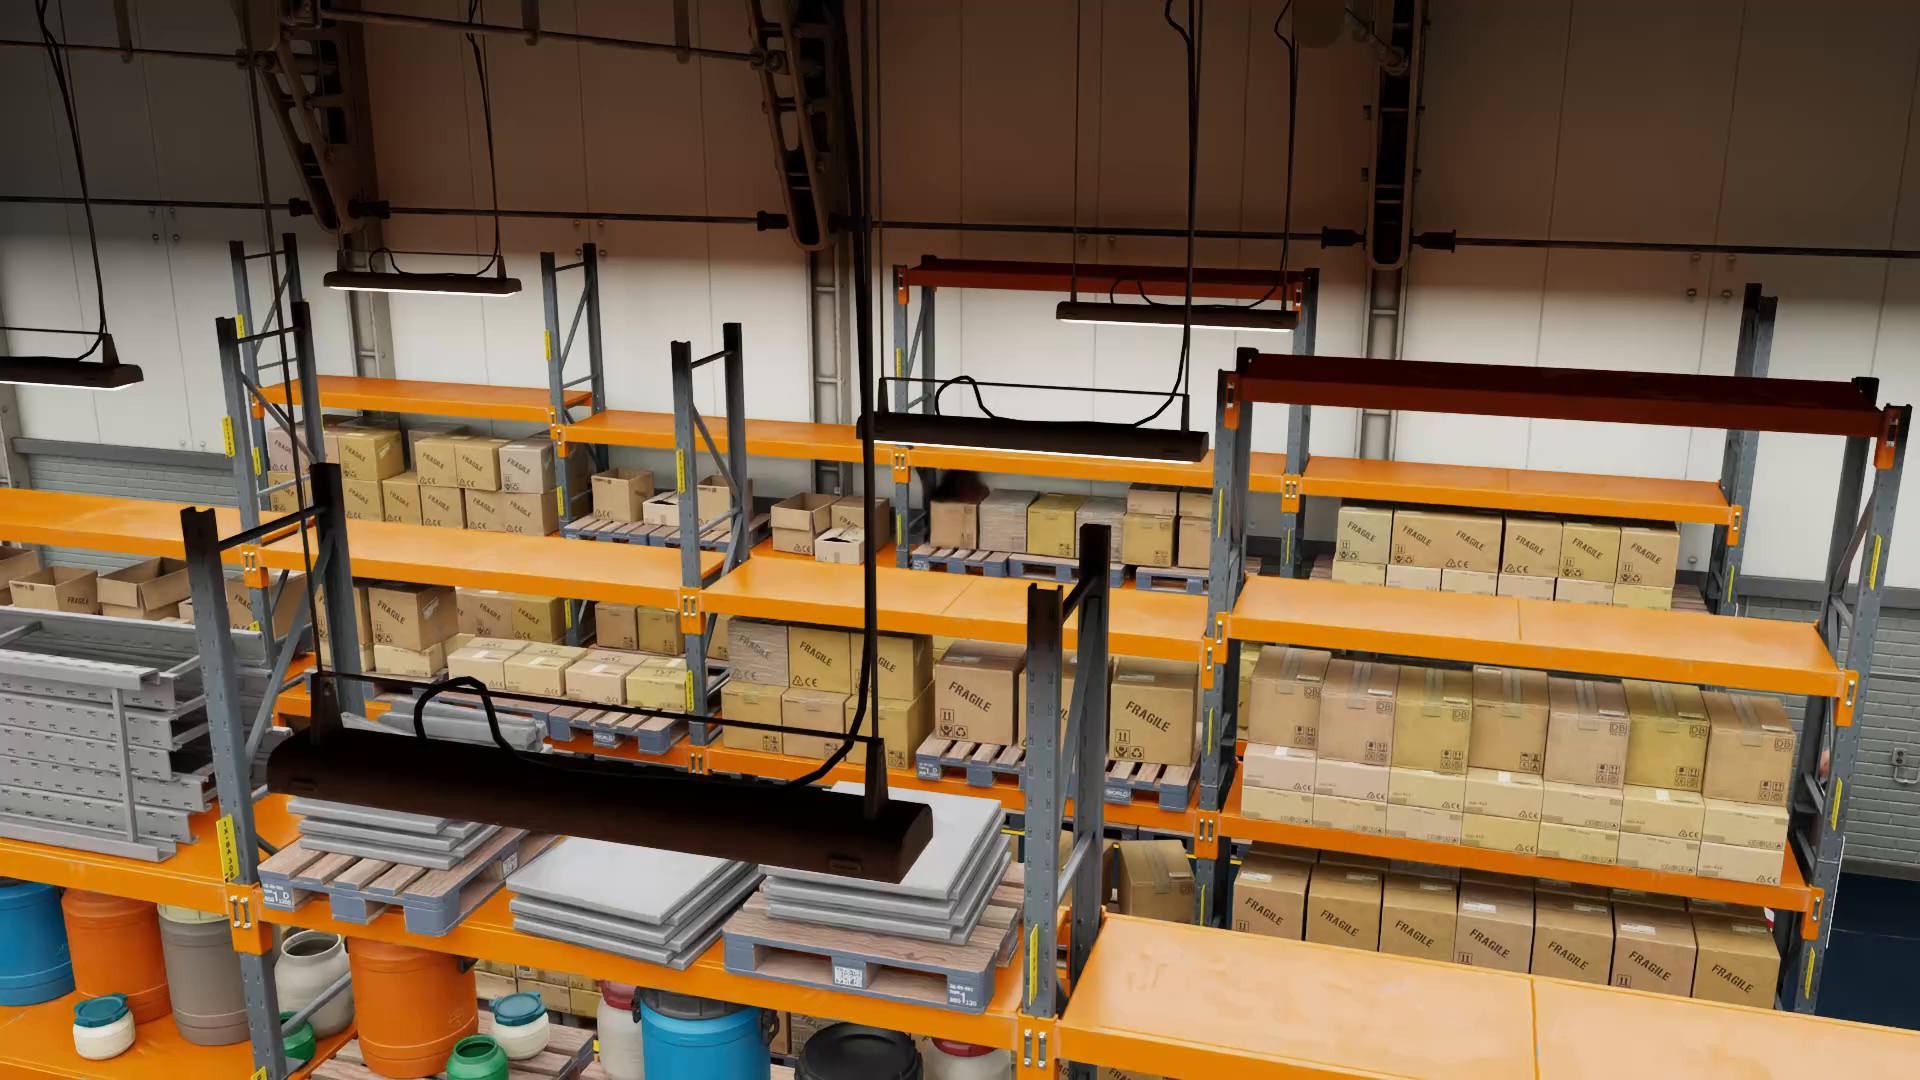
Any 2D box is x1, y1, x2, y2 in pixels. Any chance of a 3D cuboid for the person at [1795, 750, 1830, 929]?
[{"bbox_3d":[8.136,2.822,15.880,0.416,1.741,0.562,-3,16,-10],"label":"person"}]
